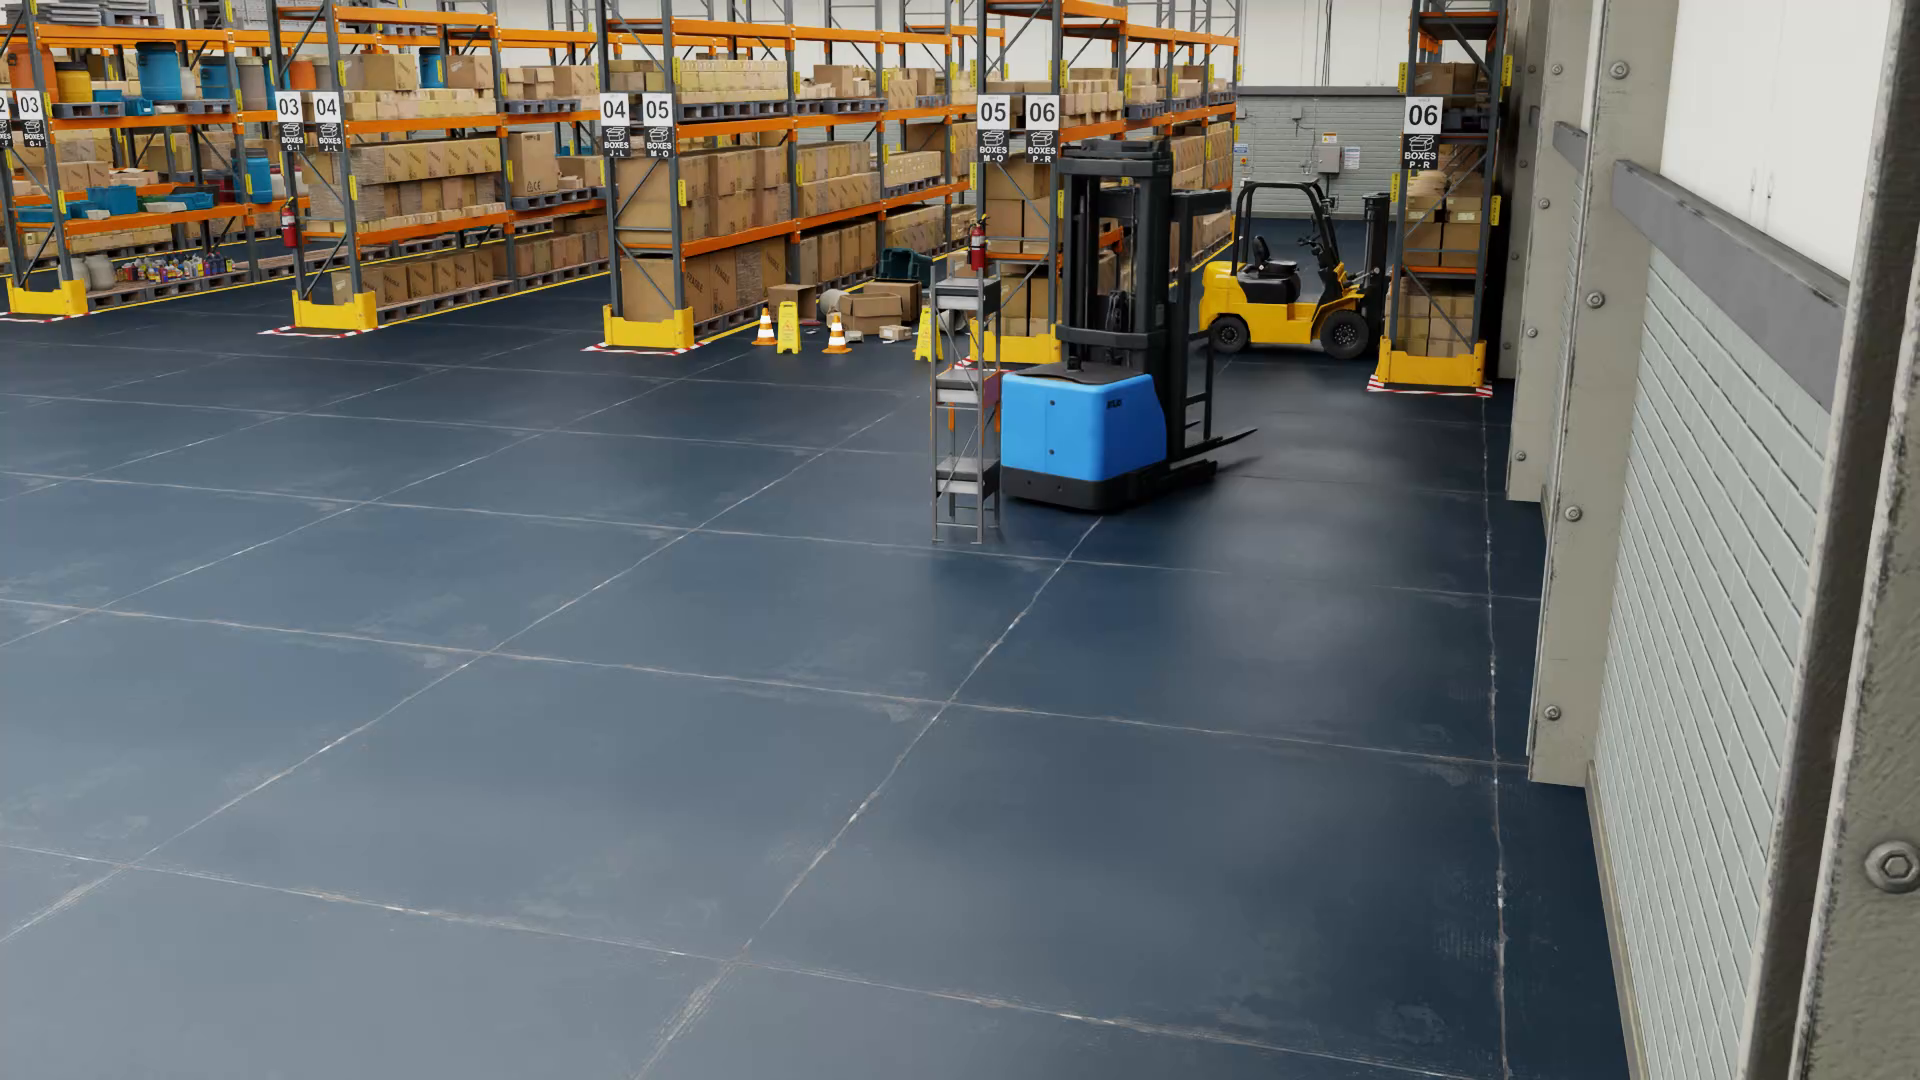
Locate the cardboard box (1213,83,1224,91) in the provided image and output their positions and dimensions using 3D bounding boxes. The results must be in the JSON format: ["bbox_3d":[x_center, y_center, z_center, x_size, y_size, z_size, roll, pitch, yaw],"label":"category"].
[{"bbox_3d":[5.159,-9.182,33.714,0.380,0.149,0.250,3,16,12],"label":"cardboard box"}]

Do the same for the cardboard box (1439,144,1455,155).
[{"bbox_3d":[9.190,-7.407,31.803,0.500,0.500,0.500,5,17,17],"label":"cardboard box"}]

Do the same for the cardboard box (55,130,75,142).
[{"bbox_3d":[-19.830,-8.877,36.491,0.500,0.250,0.500,5,17,17],"label":"cardboard box"}]

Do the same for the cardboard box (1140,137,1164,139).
[{"bbox_3d":[3.442,-6.973,29.902,0.500,0.500,0.500,4,16,14],"label":"cardboard box"}]

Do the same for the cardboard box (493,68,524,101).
[{"bbox_3d":[-7.440,-7.289,26.575,0.797,0.503,0.637,4,16,13],"label":"cardboard box"}]

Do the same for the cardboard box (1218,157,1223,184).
[{"bbox_3d":[4.931,-7.350,33.061,0.500,0.500,0.500,5,17,18],"label":"cardboard box"}]

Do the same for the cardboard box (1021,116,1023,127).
[{"bbox_3d":[0.568,-5.169,20.519,0.380,0.149,0.250,5,17,16],"label":"cardboard box"}]

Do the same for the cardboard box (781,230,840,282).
[{"bbox_3d":[-2.574,-4.609,26.935,1.050,0.750,0.750,5,16,16],"label":"cardboard box"}]

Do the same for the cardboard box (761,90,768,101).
[{"bbox_3d":[-2.955,-6.320,23.623,0.380,0.149,0.250,5,16,16],"label":"cardboard box"}]

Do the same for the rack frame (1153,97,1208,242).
[{"bbox_3d":[4.106,-6.803,31.319,1.000,3.000,0.127,5,16,16],"label":"rack frame"}]

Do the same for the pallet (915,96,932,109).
[{"bbox_3d":[-1.238,-8.089,30.697,1.213,0.211,1.003,5,16,16],"label":"pallet"}]

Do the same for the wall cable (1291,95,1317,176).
[{"bbox_3d":[8.186,-9.709,39.700,0.588,1.984,0.122,5,16,16],"label":"wall cable"}]

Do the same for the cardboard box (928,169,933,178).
[{"bbox_3d":[-0.738,-6.990,31.666,0.380,0.149,0.250,5,16,16],"label":"cardboard box"}]

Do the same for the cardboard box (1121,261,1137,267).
[{"bbox_3d":[2.376,-4.156,26.031,0.950,0.372,0.625,5,17,18],"label":"cardboard box"}]

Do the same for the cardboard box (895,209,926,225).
[{"bbox_3d":[-0.933,-6.034,31.042,0.500,0.250,0.500,4,16,13],"label":"cardboard box"}]

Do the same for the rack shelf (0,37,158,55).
[{"bbox_3d":[-16.597,-9.119,30.540,1.077,0.370,4.000,5,16,16],"label":"rack shelf"}]

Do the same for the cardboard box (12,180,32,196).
[{"bbox_3d":[-17.068,-6.308,29.847,0.500,0.250,0.500,6,17,19],"label":"cardboard box"}]

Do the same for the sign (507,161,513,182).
[{"bbox_3d":[-7.146,-5.855,26.389,0.100,0.325,0.005,5,16,16],"label":"sign"}]

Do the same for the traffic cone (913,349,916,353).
[{"bbox_3d":[-0.419,-2.656,21.345,0.336,0.463,0.334,5,16,16],"label":"traffic cone"}]

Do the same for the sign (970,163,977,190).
[{"bbox_3d":[0.169,-4.421,20.219,0.100,0.325,0.005,5,16,16],"label":"sign"}]

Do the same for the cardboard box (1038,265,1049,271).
[{"bbox_3d":[0.969,-3.402,22.222,0.500,0.500,0.500,4,16,15],"label":"cardboard box"}]

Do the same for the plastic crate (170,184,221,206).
[{"bbox_3d":[-12.688,-5.706,27.563,0.767,0.338,0.504,5,16,16],"label":"plastic crate"}]

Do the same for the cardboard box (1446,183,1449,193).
[{"bbox_3d":[6.653,-4.922,23.314,0.380,0.149,0.250,5,16,16],"label":"cardboard box"}]

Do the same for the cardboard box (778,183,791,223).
[{"bbox_3d":[-3.035,-5.043,24.836,0.875,0.550,0.550,5,16,16],"label":"cardboard box"}]

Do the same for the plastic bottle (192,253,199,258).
[{"bbox_3d":[-12.928,-4.713,28.141,0.097,0.271,0.097,0,16,0],"label":"plastic bottle"}]

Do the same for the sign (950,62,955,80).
[{"bbox_3d":[-0.135,-9.000,31.897,0.100,0.325,0.005,5,16,16],"label":"sign"}]

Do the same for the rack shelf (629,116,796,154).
[{"bbox_3d":[-3.510,-5.642,23.044,1.077,0.370,4.000,5,16,16],"label":"rack shelf"}]

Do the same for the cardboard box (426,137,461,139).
[{"bbox_3d":[-8.040,-6.053,26.113,0.500,0.500,0.500,5,16,16],"label":"cardboard box"}]

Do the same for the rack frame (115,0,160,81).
[{"bbox_3d":[-16.029,-10.181,32.232,1.000,3.000,0.127,5,16,16],"label":"rack frame"}]

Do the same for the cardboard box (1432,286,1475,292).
[{"bbox_3d":[5.913,-2.882,19.931,0.500,0.250,0.500,5,16,16],"label":"cardboard box"}]

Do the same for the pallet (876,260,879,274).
[{"bbox_3d":[-1.582,-4.977,29.990,1.003,0.211,1.213,5,16,16],"label":"pallet"}]

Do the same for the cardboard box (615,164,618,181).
[{"bbox_3d":[-6.133,-6.680,30.699,0.500,0.500,0.500,5,17,18],"label":"cardboard box"}]

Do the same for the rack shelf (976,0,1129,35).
[{"bbox_3d":[1.264,-6.726,21.375,1.077,0.370,4.000,5,16,16],"label":"rack shelf"}]

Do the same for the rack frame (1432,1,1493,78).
[{"bbox_3d":[8.866,-9.306,29.146,1.000,3.000,0.127,5,16,16],"label":"rack frame"}]

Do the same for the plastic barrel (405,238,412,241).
[{"bbox_3d":[-11.083,-6.199,32.976,0.421,0.512,0.421,0,16,0],"label":"plastic barrel"}]

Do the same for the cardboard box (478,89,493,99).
[{"bbox_3d":[-7.484,-6.934,25.827,0.380,0.149,0.250,5,17,18],"label":"cardboard box"}]

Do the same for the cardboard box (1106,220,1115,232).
[{"bbox_3d":[1.969,-4.416,23.362,0.380,0.149,0.250,5,17,17],"label":"cardboard box"}]

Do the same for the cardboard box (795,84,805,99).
[{"bbox_3d":[-2.531,-6.835,25.226,0.258,0.266,0.396,4,16,15],"label":"cardboard box"}]

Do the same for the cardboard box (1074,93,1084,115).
[{"bbox_3d":[1.247,-5.420,20.673,0.500,0.250,0.500,4,16,15],"label":"cardboard box"}]

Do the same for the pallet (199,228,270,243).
[{"bbox_3d":[-15.432,-6.464,35.231,1.003,0.211,1.213,5,16,16],"label":"pallet"}]

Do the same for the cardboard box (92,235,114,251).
[{"bbox_3d":[-16.377,-5.616,31.401,0.500,0.250,0.500,5,17,17],"label":"cardboard box"}]

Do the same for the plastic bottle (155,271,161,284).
[{"bbox_3d":[-12.711,-4.159,26.318,0.097,0.201,0.097,0,16,0],"label":"plastic bottle"}]

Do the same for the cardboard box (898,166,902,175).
[{"bbox_3d":[-1.256,-6.657,29.947,0.380,0.149,0.250,5,17,16],"label":"cardboard box"}]

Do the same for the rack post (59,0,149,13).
[{"bbox_3d":[-13.034,-8.176,25.301,0.937,0.300,0.954,4,16,15],"label":"rack post"}]

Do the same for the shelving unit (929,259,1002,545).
[{"bbox_3d":[0.047,-1.053,12.696,0.431,2.100,0.503,5,16,16],"label":"shelving unit"}]

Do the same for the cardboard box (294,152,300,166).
[{"bbox_3d":[-14.486,-8.501,37.122,0.500,0.500,0.500,5,17,17],"label":"cardboard box"}]

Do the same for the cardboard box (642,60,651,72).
[{"bbox_3d":[-4.236,-6.157,21.589,0.380,0.149,0.250,5,17,16],"label":"cardboard box"}]

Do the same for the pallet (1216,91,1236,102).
[{"bbox_3d":[5.042,-9.055,33.924,1.003,0.211,1.213,5,16,16],"label":"pallet"}]

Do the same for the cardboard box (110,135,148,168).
[{"bbox_3d":[-19.473,-9.009,38.546,0.980,0.700,0.700,5,17,17],"label":"cardboard box"}]

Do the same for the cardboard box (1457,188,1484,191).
[{"bbox_3d":[6.229,-4.186,20.174,0.380,0.149,0.250,4,16,15],"label":"cardboard box"}]

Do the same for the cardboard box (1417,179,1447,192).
[{"bbox_3d":[6.166,-4.627,21.727,0.380,0.149,0.250,4,16,15],"label":"cardboard box"}]

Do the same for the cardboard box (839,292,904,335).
[{"bbox_3d":[-1.232,-3.119,22.903,0.797,0.503,0.637,-7,17,-23],"label":"cardboard box"}]

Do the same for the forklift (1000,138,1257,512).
[{"bbox_3d":[1.623,-1.981,14.441,1.130,2.935,3.031,12,20,36],"label":"forklift"}]

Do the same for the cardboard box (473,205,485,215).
[{"bbox_3d":[-7.657,-5.154,25.962,0.380,0.149,0.250,5,16,16],"label":"cardboard box"}]

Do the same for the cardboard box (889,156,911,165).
[{"bbox_3d":[-1.116,-6.932,30.371,0.380,0.149,0.250,5,17,18],"label":"cardboard box"}]

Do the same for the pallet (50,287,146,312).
[{"bbox_3d":[-13.342,-3.711,25.525,1.003,0.211,1.213,5,16,16],"label":"pallet"}]
